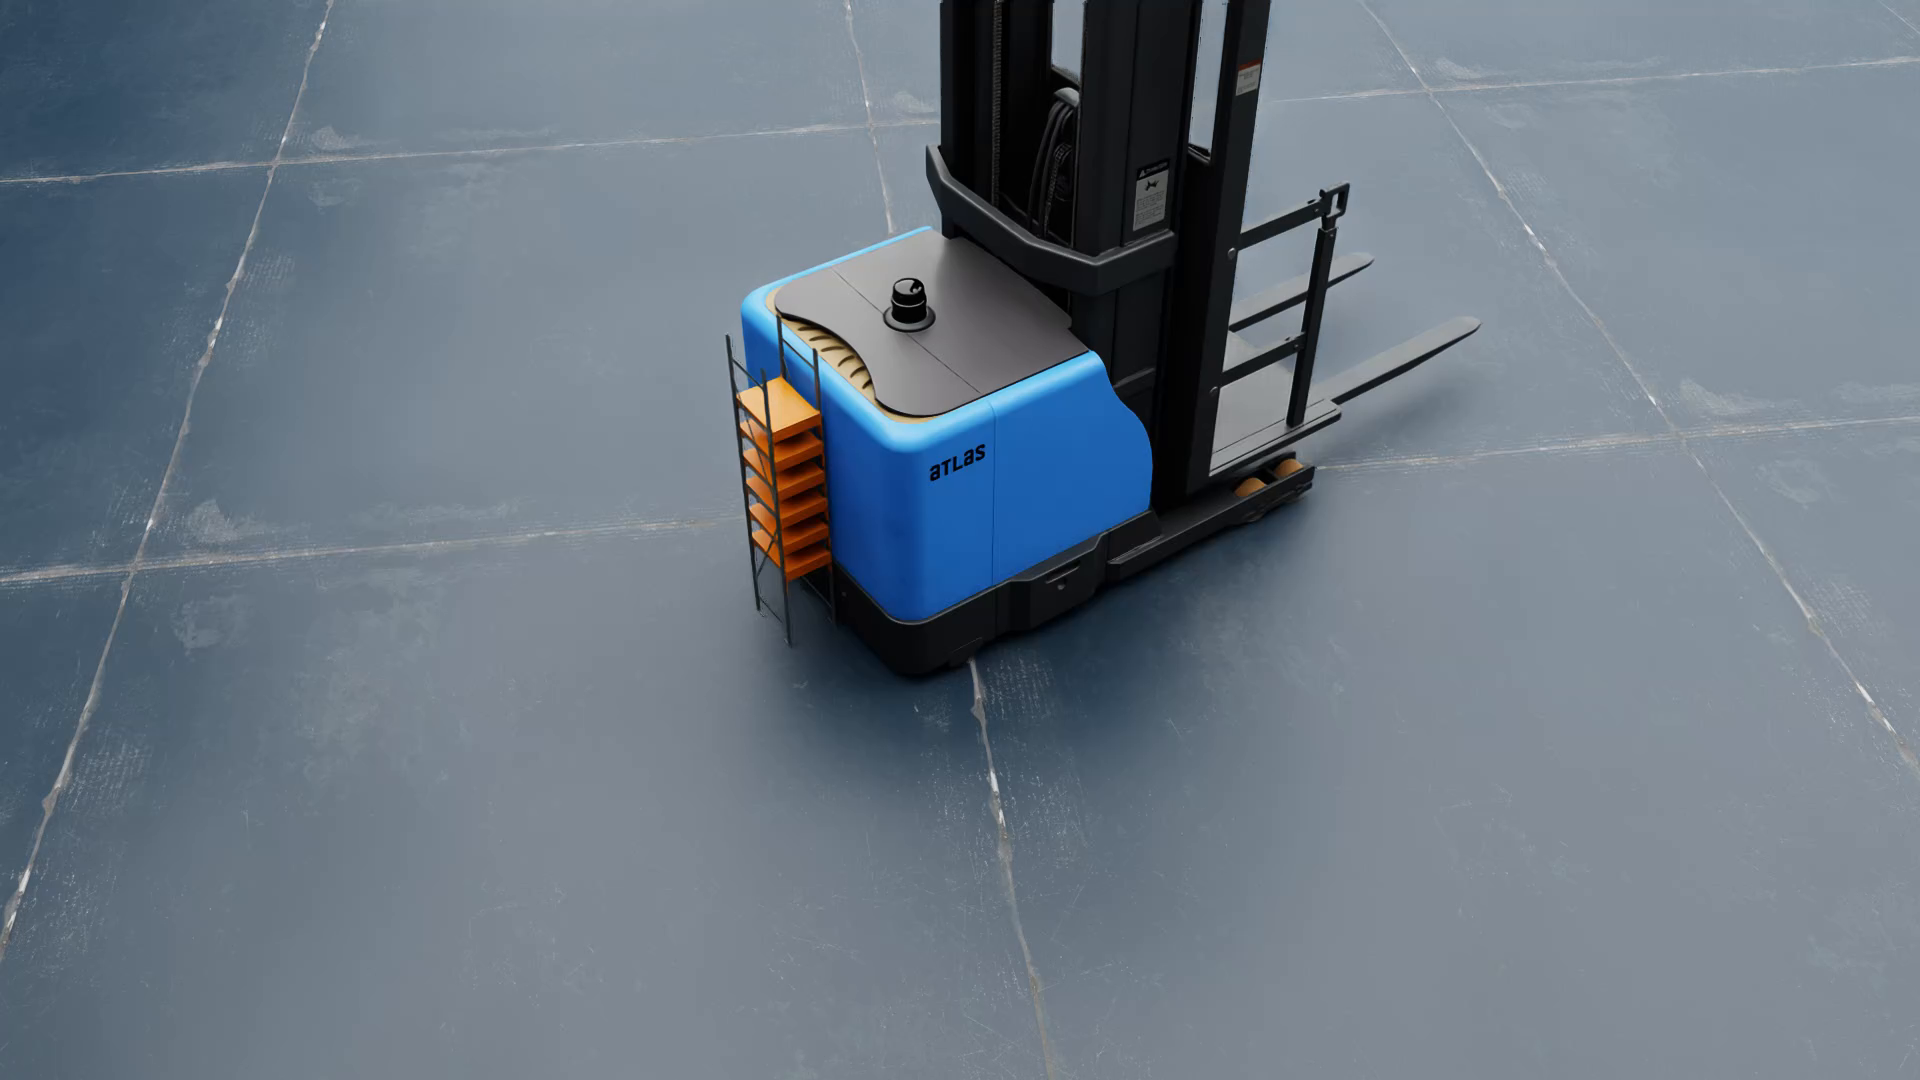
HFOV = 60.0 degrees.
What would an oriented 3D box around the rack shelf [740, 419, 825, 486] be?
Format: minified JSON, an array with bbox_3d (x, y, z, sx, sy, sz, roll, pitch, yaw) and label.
[{"bbox_3d":[-0.584,-0.311,5.408,0.180,0.103,0.258,-25,48,-25],"label":"rack shelf"}]

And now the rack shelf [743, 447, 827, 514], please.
[{"bbox_3d":[-0.584,-0.222,5.488,0.180,0.103,0.258,-25,48,-25],"label":"rack shelf"}]

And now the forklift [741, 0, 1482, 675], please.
[{"bbox_3d":[0.746,-1.423,5.639,3.031,2.935,1.130,-25,48,-25],"label":"forklift"}]

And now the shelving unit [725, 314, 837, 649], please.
[{"bbox_3d":[-0.584,-0.166,5.539,0.189,1.200,0.258,-25,48,-25],"label":"shelving unit"}]

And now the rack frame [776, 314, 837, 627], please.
[{"bbox_3d":[-0.509,-0.202,5.578,0.006,1.200,0.240,-25,48,-25],"label":"rack frame"}]

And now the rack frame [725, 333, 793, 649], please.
[{"bbox_3d":[-0.659,-0.131,5.499,0.006,1.200,0.240,-25,48,-25],"label":"rack frame"}]

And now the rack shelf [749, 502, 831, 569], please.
[{"bbox_3d":[-0.584,-0.044,5.649,0.180,0.103,0.258,-25,48,-25],"label":"rack shelf"}]

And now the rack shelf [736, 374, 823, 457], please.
[{"bbox_3d":[-0.584,-0.401,5.327,0.180,0.103,0.258,-25,48,-25],"label":"rack shelf"}]

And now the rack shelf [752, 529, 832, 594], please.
[{"bbox_3d":[-0.584,0.045,5.729,0.180,0.103,0.258,-25,48,-25],"label":"rack shelf"}]

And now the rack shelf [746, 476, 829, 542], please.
[{"bbox_3d":[-0.584,-0.133,5.568,0.180,0.103,0.258,-25,48,-25],"label":"rack shelf"}]
